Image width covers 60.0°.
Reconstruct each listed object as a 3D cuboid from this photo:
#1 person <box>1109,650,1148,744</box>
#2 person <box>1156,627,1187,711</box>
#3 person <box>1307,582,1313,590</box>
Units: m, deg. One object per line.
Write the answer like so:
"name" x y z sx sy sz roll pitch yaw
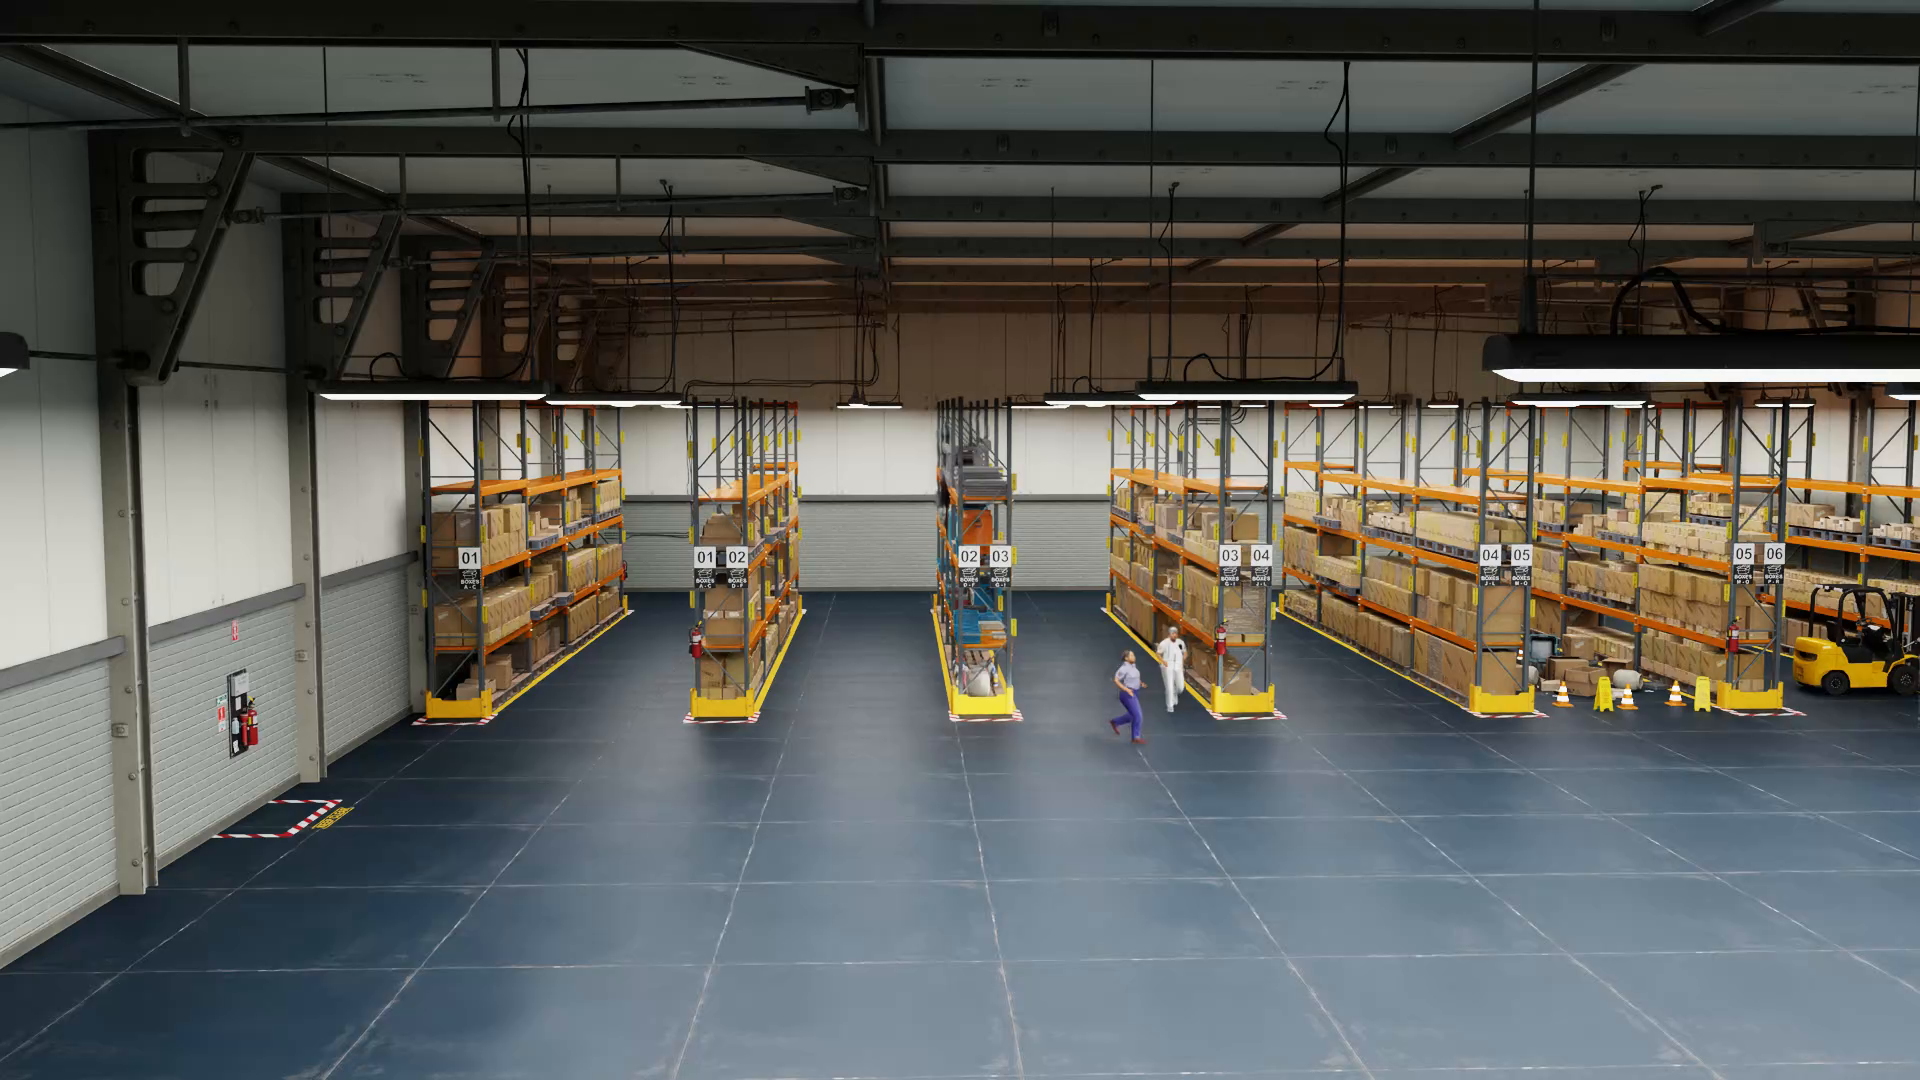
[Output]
"person" 2.910 2.698 28.774 0.739 1.606 0.618 2 5 27
"person" 4.066 2.465 31.827 0.627 1.624 0.576 -1 4 -8
"person" 10.391 1.108 48.920 0.871 1.715 0.695 4 6 41
